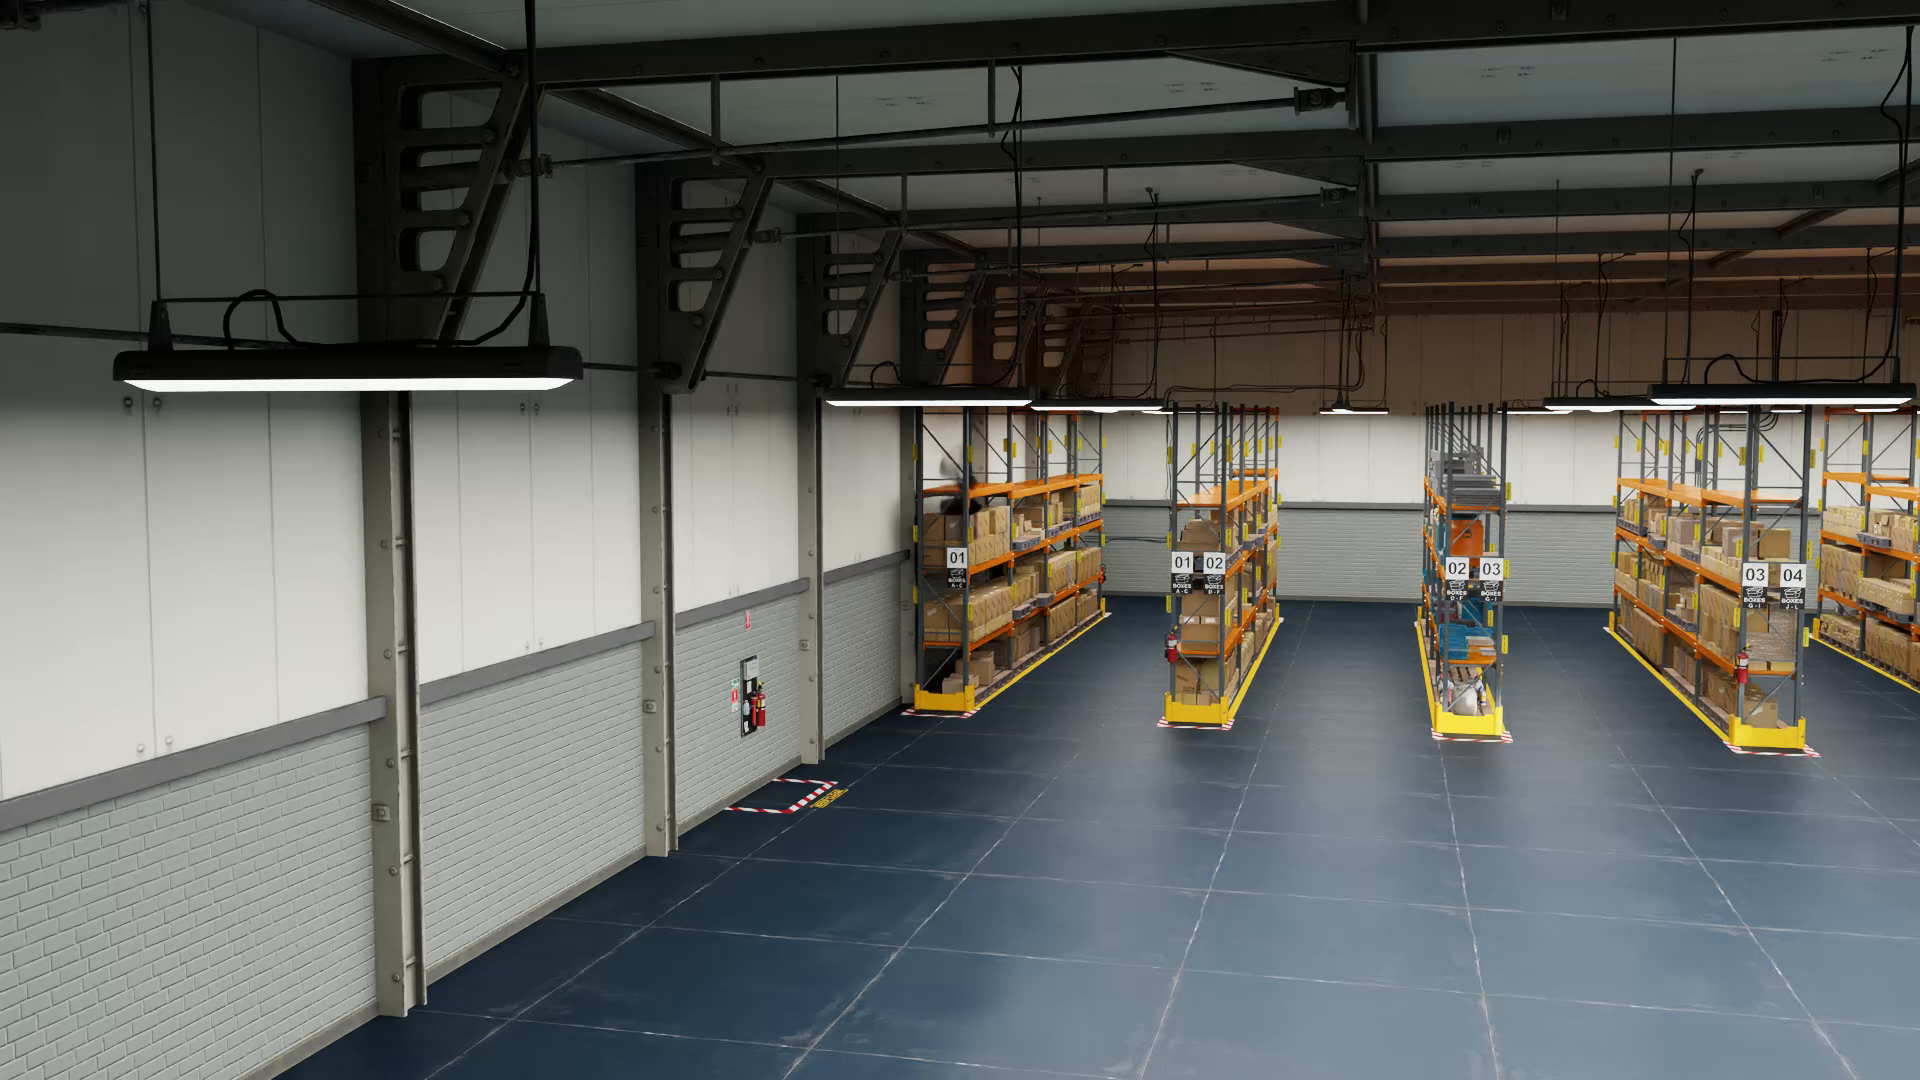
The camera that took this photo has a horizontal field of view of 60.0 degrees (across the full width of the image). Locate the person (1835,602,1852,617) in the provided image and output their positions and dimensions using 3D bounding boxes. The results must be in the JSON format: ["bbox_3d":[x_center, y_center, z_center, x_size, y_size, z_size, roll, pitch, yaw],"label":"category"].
[{"bbox_3d":[23.465,1.646,44.037,0.545,1.651,0.610,0,4,2],"label":"person"}]
